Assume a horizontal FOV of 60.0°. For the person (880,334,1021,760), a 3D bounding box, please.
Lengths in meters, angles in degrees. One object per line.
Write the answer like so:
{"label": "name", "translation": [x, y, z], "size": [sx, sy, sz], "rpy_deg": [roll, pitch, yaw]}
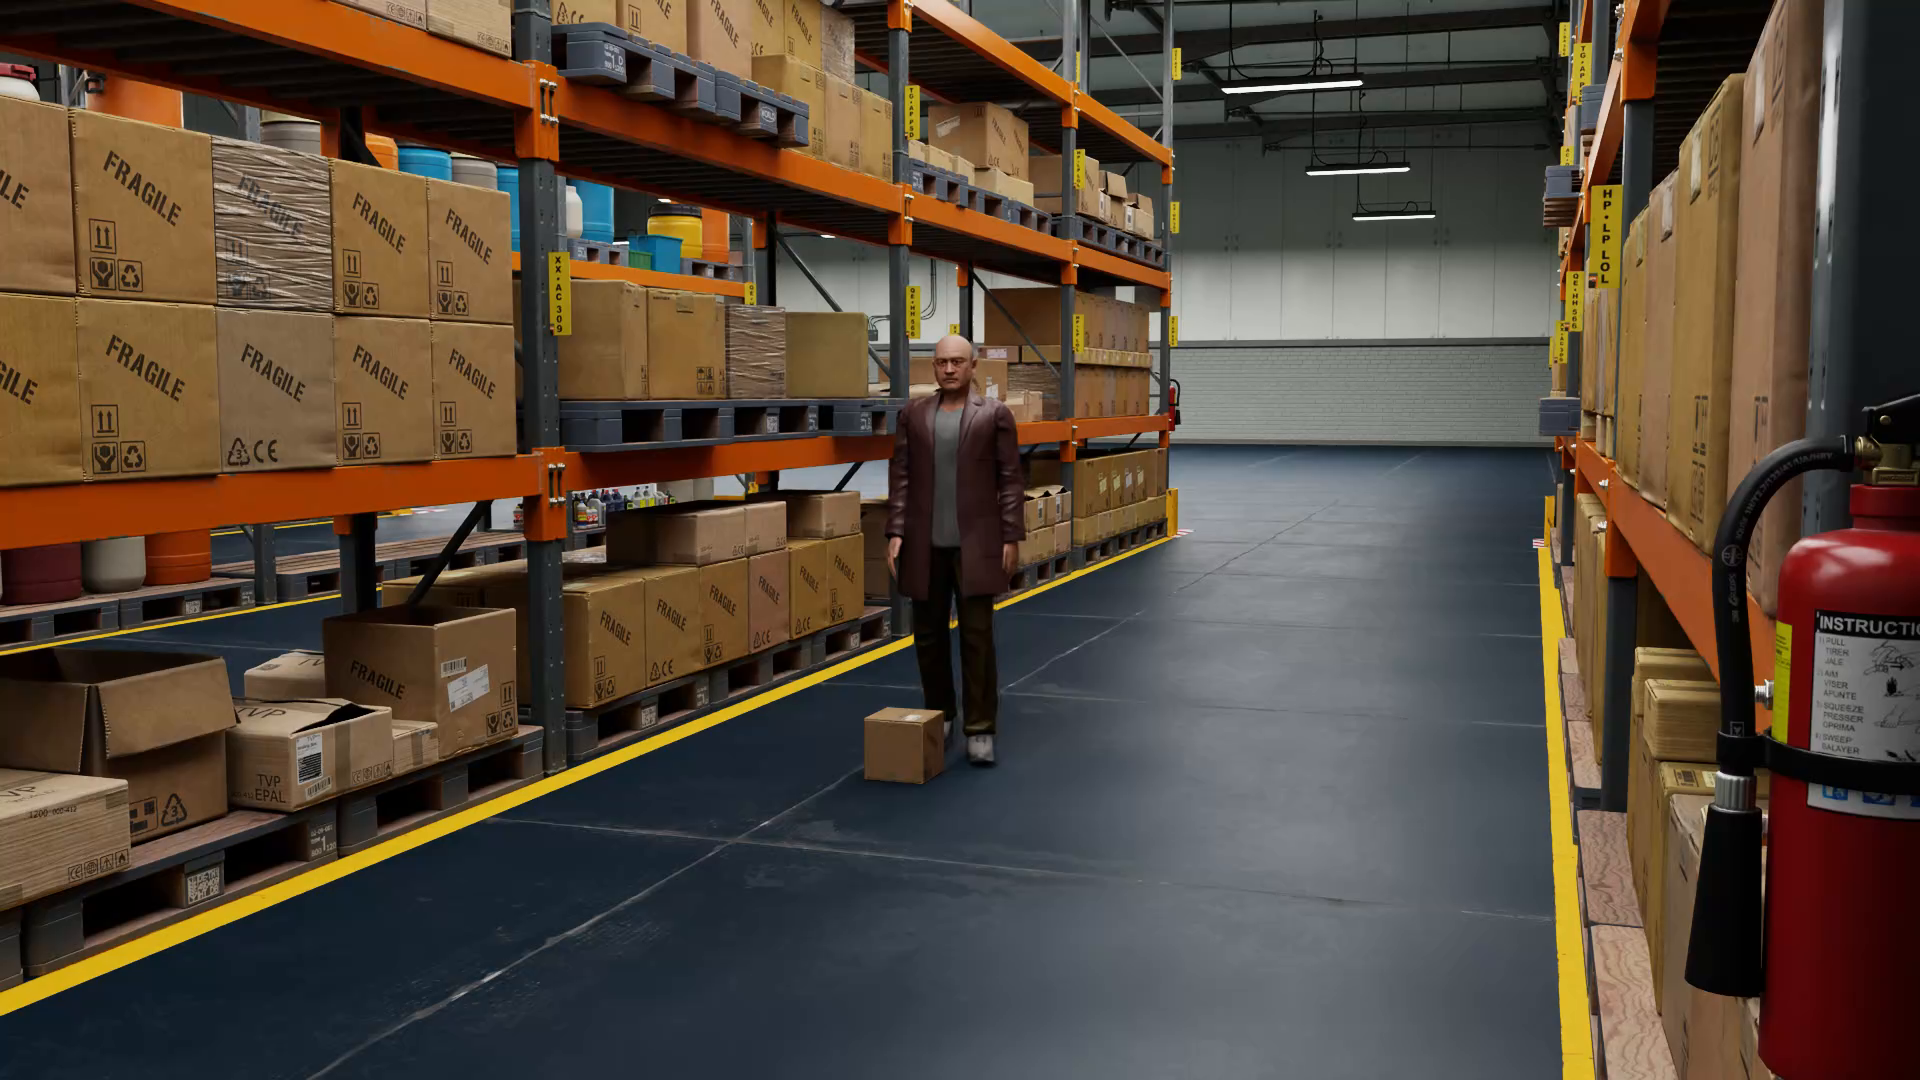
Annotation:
{"label": "person", "translation": [-0.044, 0.015, 7.134], "size": [0.607, 1.789, 0.540], "rpy_deg": [1, 5, 14]}
